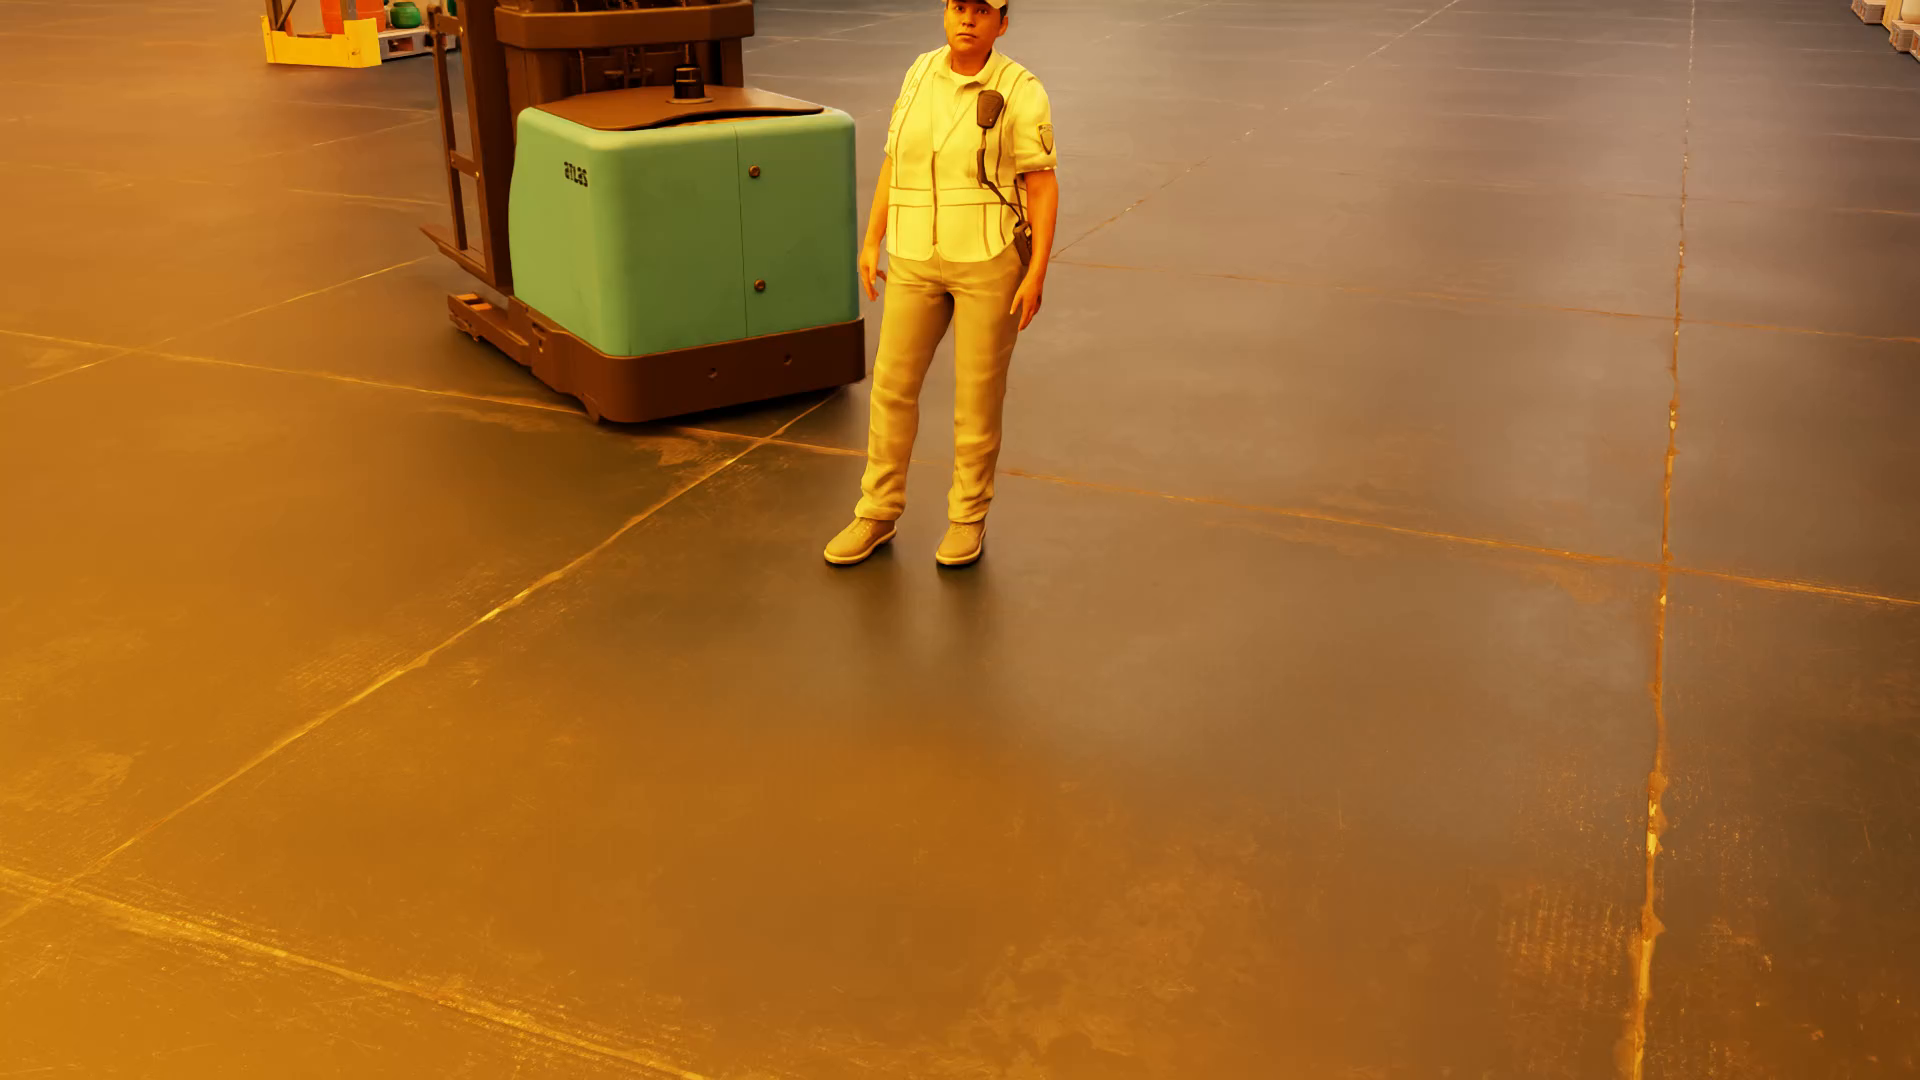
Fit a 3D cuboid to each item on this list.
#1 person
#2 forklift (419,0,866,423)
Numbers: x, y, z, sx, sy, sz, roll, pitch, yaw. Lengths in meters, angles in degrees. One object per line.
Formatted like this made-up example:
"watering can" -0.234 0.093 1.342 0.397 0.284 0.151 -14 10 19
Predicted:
"person" -0.050 -0.751 4.712 0.598 1.670 0.529 9 24 21
"forklift" -1.581 -2.286 6.762 1.130 2.935 3.031 -14 26 -30
